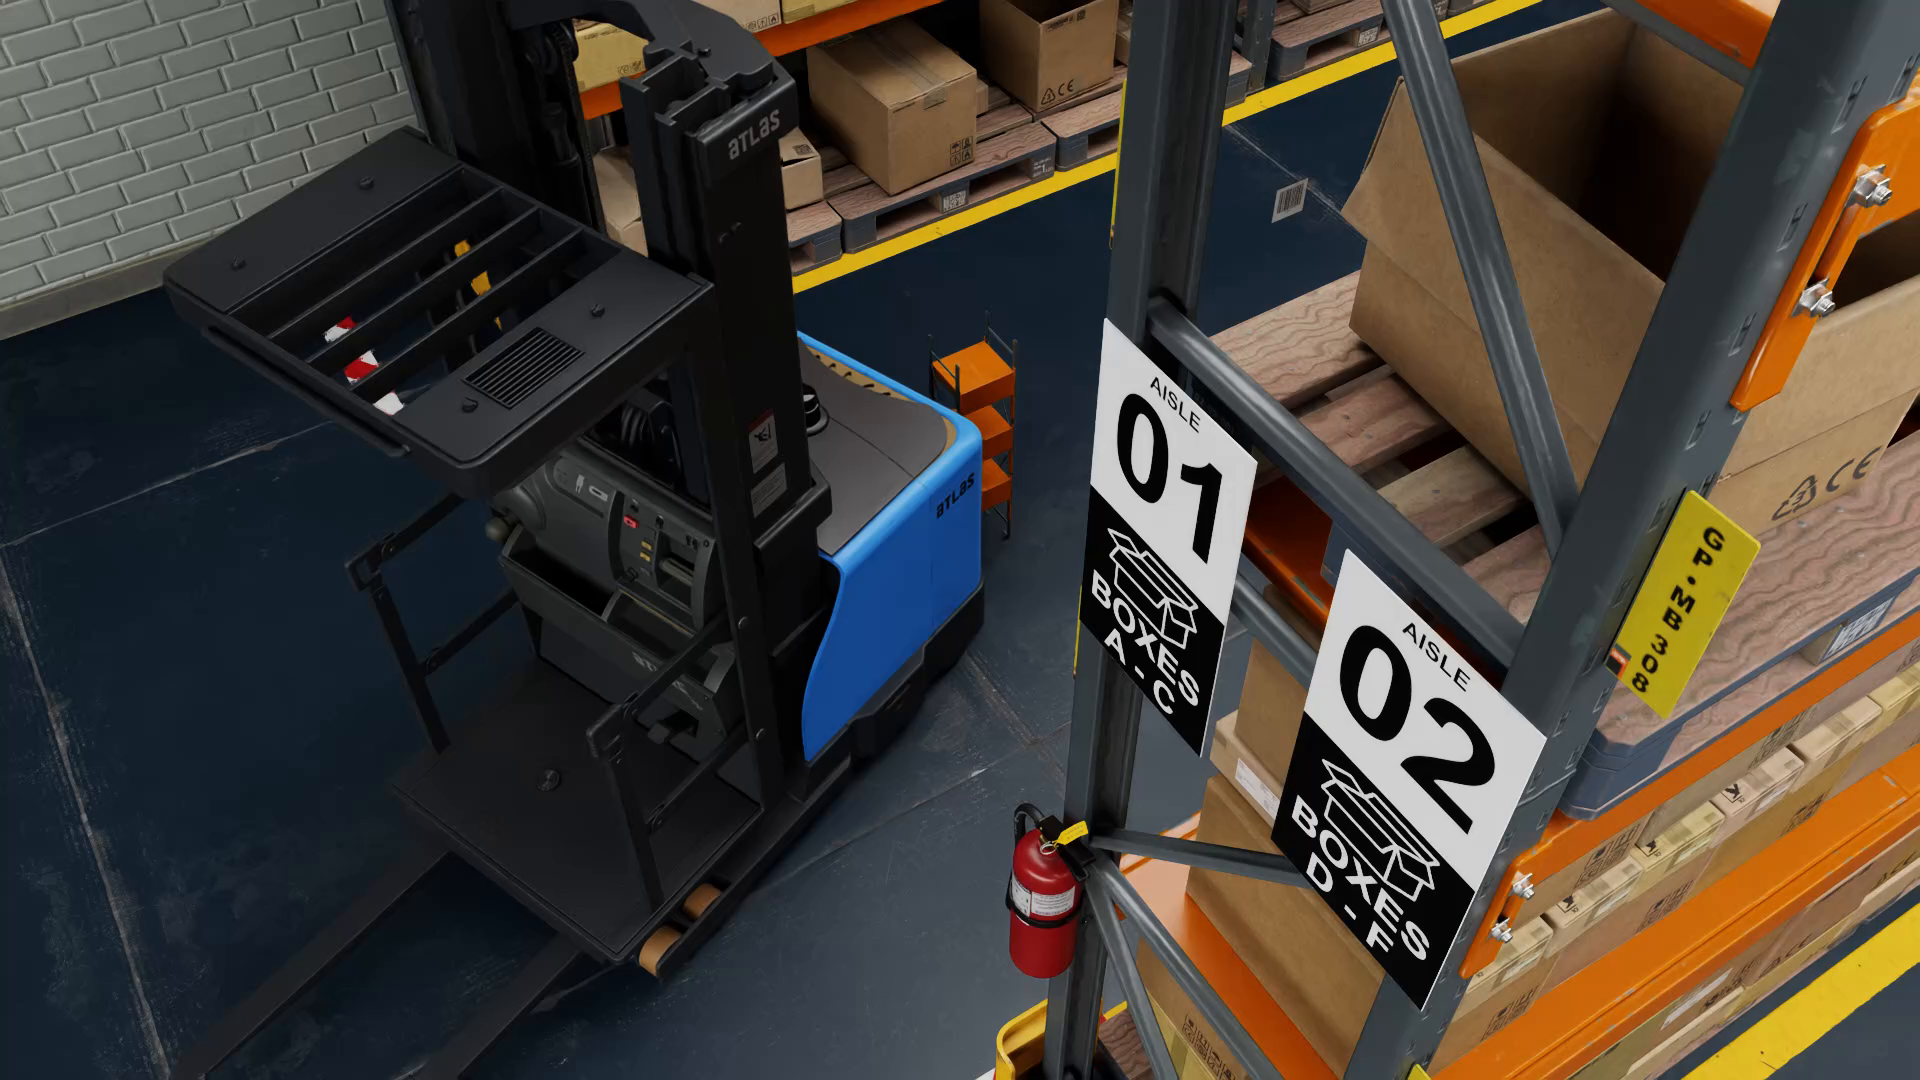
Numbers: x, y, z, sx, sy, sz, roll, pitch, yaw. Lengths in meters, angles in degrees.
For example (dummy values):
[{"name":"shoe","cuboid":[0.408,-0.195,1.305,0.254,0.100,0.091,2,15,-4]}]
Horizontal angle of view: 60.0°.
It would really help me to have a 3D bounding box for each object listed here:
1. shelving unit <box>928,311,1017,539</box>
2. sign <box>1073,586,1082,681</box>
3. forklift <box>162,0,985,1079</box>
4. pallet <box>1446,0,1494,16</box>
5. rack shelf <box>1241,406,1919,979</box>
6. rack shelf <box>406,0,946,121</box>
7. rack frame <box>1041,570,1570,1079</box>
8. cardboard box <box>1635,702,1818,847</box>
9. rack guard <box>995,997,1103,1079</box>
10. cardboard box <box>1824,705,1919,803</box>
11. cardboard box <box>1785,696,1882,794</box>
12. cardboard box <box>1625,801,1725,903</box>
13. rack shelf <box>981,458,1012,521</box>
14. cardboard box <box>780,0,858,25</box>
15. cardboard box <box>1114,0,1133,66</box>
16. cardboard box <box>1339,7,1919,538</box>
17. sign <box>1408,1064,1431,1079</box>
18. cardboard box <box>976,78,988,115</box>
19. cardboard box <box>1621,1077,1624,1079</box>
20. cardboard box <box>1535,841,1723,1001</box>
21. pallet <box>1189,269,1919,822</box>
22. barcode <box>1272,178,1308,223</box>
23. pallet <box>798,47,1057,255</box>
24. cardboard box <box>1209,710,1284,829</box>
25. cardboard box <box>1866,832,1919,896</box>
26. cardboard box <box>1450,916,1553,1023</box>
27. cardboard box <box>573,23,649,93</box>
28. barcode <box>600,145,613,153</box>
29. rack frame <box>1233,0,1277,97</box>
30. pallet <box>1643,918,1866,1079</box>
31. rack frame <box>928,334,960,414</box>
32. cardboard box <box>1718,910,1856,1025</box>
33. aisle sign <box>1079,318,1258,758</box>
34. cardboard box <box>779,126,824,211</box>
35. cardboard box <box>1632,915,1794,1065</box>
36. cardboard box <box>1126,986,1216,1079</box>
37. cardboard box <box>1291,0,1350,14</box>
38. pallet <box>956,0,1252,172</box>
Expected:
[{"name":"shelving unit","cuboid":[0.045,-0.370,6.322,0.252,1.050,0.215,-25,53,-21]},{"name":"sign","cuboid":[0.280,0.232,3.546,0.005,0.325,0.100,-25,53,-21]},{"name":"forklift","cuboid":[-1.192,0.025,4.710,1.130,2.935,3.031,29,54,23]},{"name":"pallet","cuboid":[2.984,-3.550,9.715,1.213,0.211,1.003,-25,53,-21]},{"name":"rack shelf","cuboid":[2.249,-0.511,3.615,4.000,0.370,1.077,-25,53,-21]},{"name":"rack shelf","cuboid":[-0.398,-2.641,7.520,4.000,0.370,1.077,-25,53,-21]},{"name":"rack frame","cuboid":[0.557,1.044,3.757,0.127,3.000,1.000,-25,53,-21]},{"name":"cardboard box","cuboid":[1.446,0.168,3.602,0.500,0.500,0.700,-27,53,-22]},{"name":"rack guard","cuboid":[0.537,1.885,4.682,0.348,0.500,1.175,-25,53,-21]},{"name":"cardboard box","cuboid":[2.267,0.215,4.429,0.500,0.500,0.700,-24,52,-20]},{"name":"cardboard box","cuboid":[1.876,0.363,3.862,0.250,0.149,0.380,-27,54,-22]},{"name":"cardboard box","cuboid":[1.438,0.570,3.678,0.250,0.149,0.380,-25,53,-21]},{"name":"rack shelf","cuboid":[0.045,-0.179,6.538,0.240,0.259,0.215,-25,53,-21]},{"name":"cardboard box","cuboid":[-0.641,-2.449,6.955,0.500,0.250,0.500,-26,53,-21]},{"name":"cardboard box","cuboid":[0.857,-2.649,8.648,0.250,0.166,0.380,-32,56,-25]},{"name":"cardboard box","cuboid":[1.046,-0.400,2.590,0.637,0.503,0.797,-22,52,-18]},{"name":"sign","cuboid":[0.848,1.083,3.090,0.005,0.325,0.100,-25,53,-21]},{"name":"cardboard box","cuboid":[-0.069,-2.250,8.305,0.250,0.149,0.380,-29,55,-24]},{"name":"cardboard box","cuboid":[1.550,1.544,4.871,0.500,0.250,0.500,-25,53,-21]},{"name":"cardboard box","cuboid":[1.401,0.621,4.067,0.500,0.500,0.700,-24,53,-20]},{"name":"pallet","cuboid":[1.169,-0.189,2.906,1.213,0.211,1.003,-25,53,-21]},{"name":"barcode","cuboid":[0.555,-0.571,2.798,0.075,0.075,0.001,-25,53,-21]},{"name":"pallet","cuboid":[-0.288,-1.970,8.309,1.213,0.211,1.003,-25,53,-21]},{"name":"cardboard box","cuboid":[0.779,0.523,3.720,0.250,0.149,0.380,-26,53,-21]},{"name":"cardboard box","cuboid":[2.815,0.692,5.128,0.500,0.500,0.500,-25,53,-21]},{"name":"cardboard box","cuboid":[1.004,0.775,3.495,0.250,0.149,0.380,-26,53,-21]},{"name":"cardboard box","cuboid":[-1.507,-2.034,6.585,0.500,0.250,0.500,-27,54,-22]},{"name":"barcode","cuboid":[-1.654,-1.817,7.804,0.075,0.075,0.001,-25,53,-21]},{"name":"rack frame","cuboid":[1.294,-3.677,7.961,0.127,3.000,1.000,-25,53,-21]},{"name":"pallet","cuboid":[2.212,1.157,5.523,1.213,0.211,1.003,-25,53,-21]},{"name":"rack frame","cuboid":[-0.058,-0.322,6.279,0.008,1.050,0.200,-25,53,-21]},{"name":"cardboard box","cuboid":[2.399,1.149,5.223,0.500,0.250,0.500,-25,53,-21]},{"name":"aisle sign","cuboid":[0.345,0.020,2.928,0.004,0.787,0.394,-25,53,-21]},{"name":"cardboard box","cuboid":[-0.974,-1.781,7.779,0.500,0.311,0.500,-21,52,-18]},{"name":"cardboard box","cuboid":[1.967,1.089,4.775,0.500,0.500,0.500,-25,53,-21]},{"name":"cardboard box","cuboid":[0.853,1.419,4.983,0.500,0.250,0.500,-25,53,-21]},{"name":"cardboard box","cuboid":[1.908,-3.296,9.001,0.500,0.500,0.700,-24,52,-20]},{"name":"pallet","cuboid":[0.745,-2.459,8.744,1.213,0.211,1.003,-25,53,-21]}]
